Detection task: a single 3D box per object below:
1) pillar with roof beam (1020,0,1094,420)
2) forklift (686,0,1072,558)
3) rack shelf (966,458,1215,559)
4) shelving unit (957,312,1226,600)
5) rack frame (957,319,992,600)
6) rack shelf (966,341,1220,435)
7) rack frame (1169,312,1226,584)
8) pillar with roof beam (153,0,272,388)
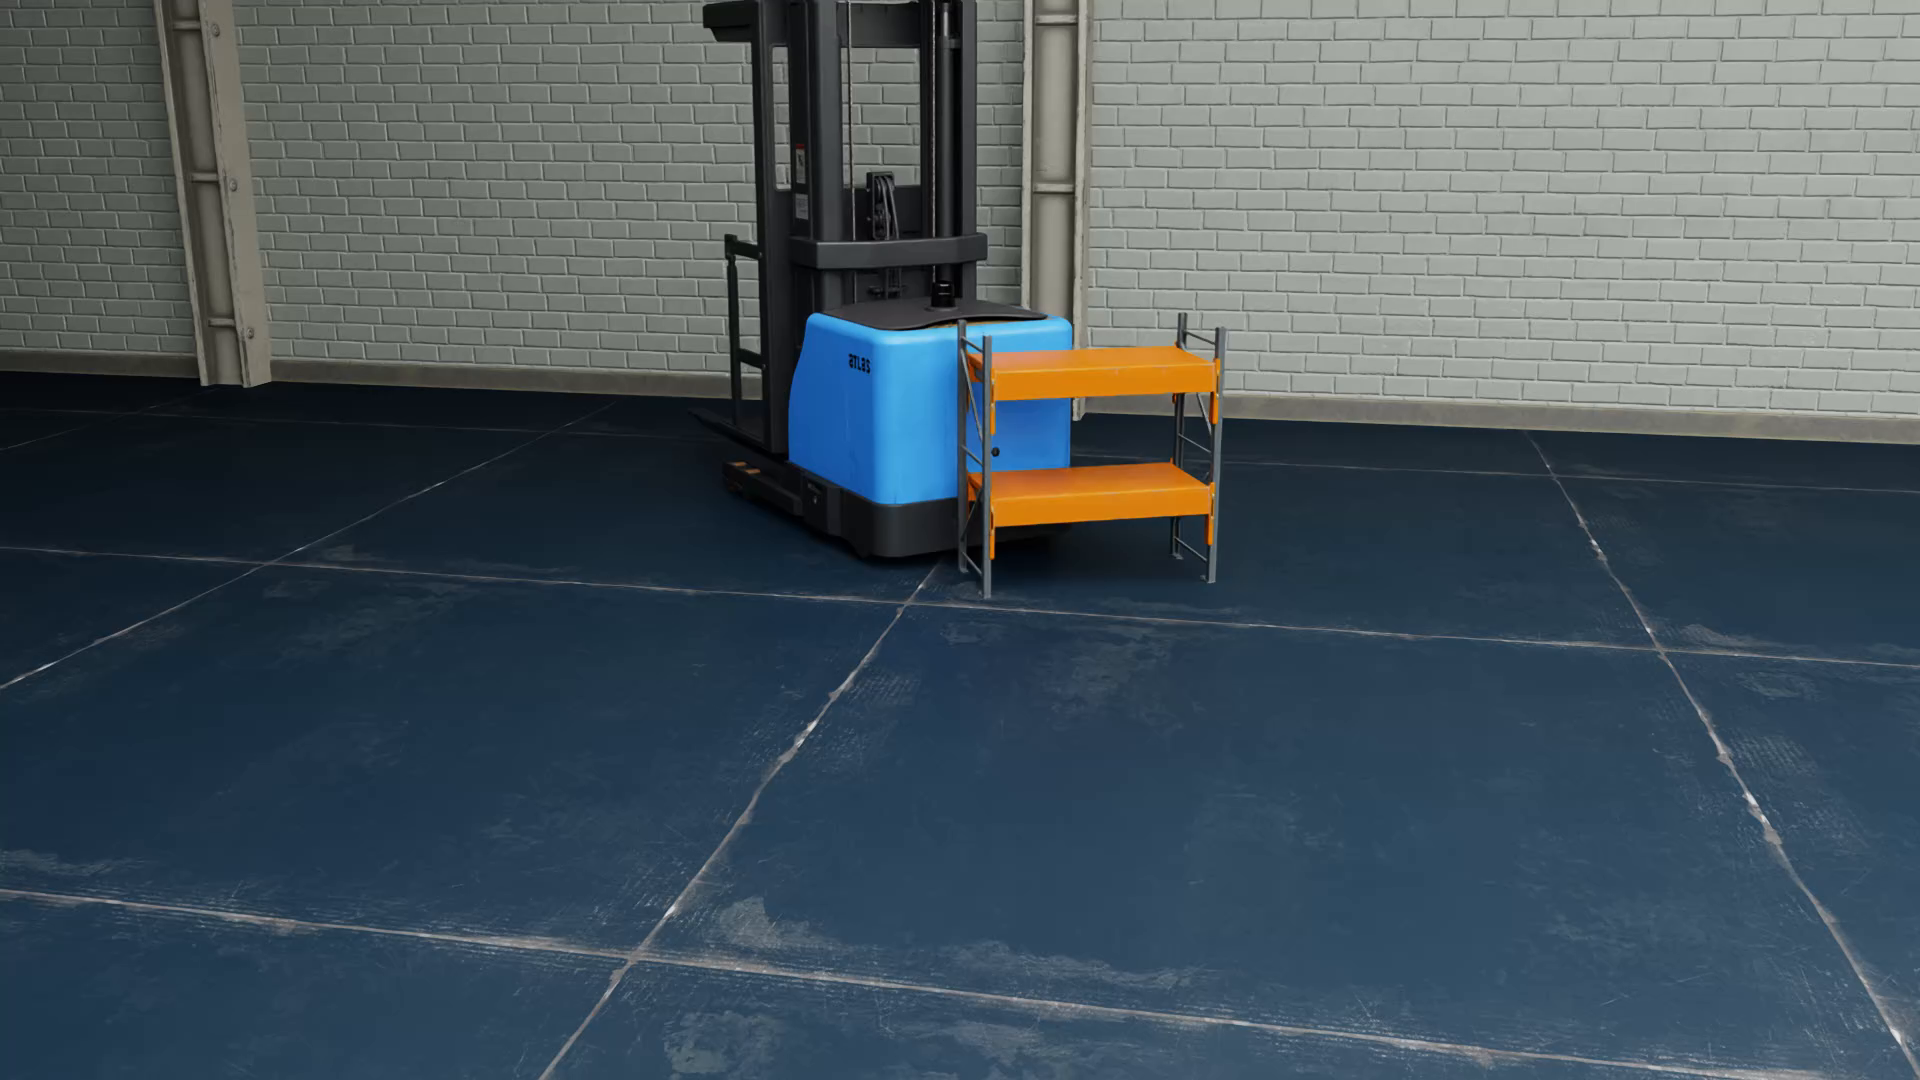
[{"bbox_3d":[-0.247,-4.037,5.708,0.400,9.000,9.100,3,16,11],"label":"pillar with roof beam"},{"bbox_3d":[-0.620,-1.676,8.551,1.130,2.935,3.031,-8,18,-28],"label":"forklift"},{"bbox_3d":[0.555,-0.149,7.337,1.000,0.278,0.538,-4,16,-13],"label":"rack shelf"},{"bbox_3d":[0.555,-0.384,7.272,1.048,1.125,0.538,-4,16,-13],"label":"shelving unit"},{"bbox_3d":[0.060,-0.353,7.160,0.032,1.125,0.500,-4,16,-13],"label":"rack frame"},{"bbox_3d":[0.555,-0.666,7.194,1.000,0.278,0.538,-4,16,-13],"label":"rack shelf"},{"bbox_3d":[1.050,-0.415,7.384,0.032,1.125,0.500,-4,16,-13],"label":"rack frame"},{"bbox_3d":[-6.126,-4.356,6.860,0.400,9.000,9.100,3,16,11],"label":"pillar with roof beam"}]
